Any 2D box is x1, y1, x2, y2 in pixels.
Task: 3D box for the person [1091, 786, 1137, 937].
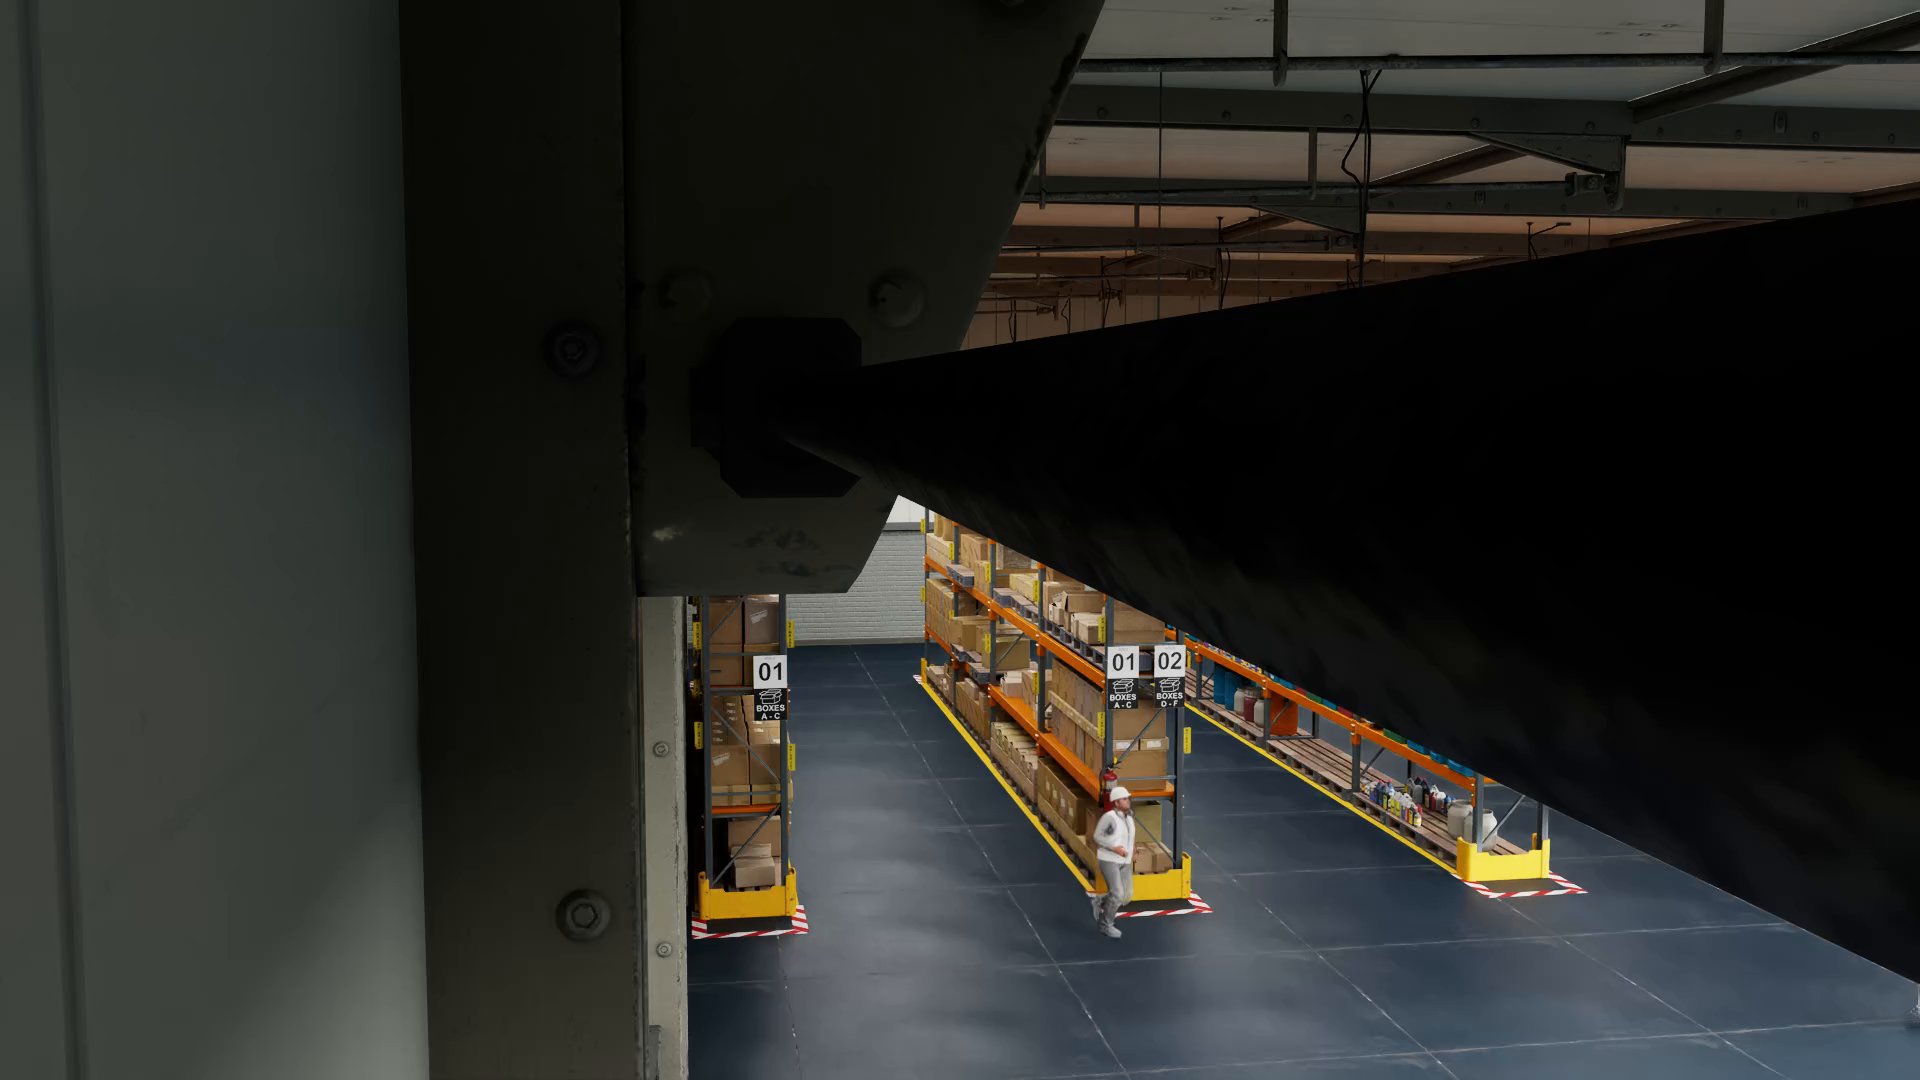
[{"bbox_3d":[1.850,3.759,19.586,0.687,1.717,0.604,-5,7,-44],"label":"person"}]
